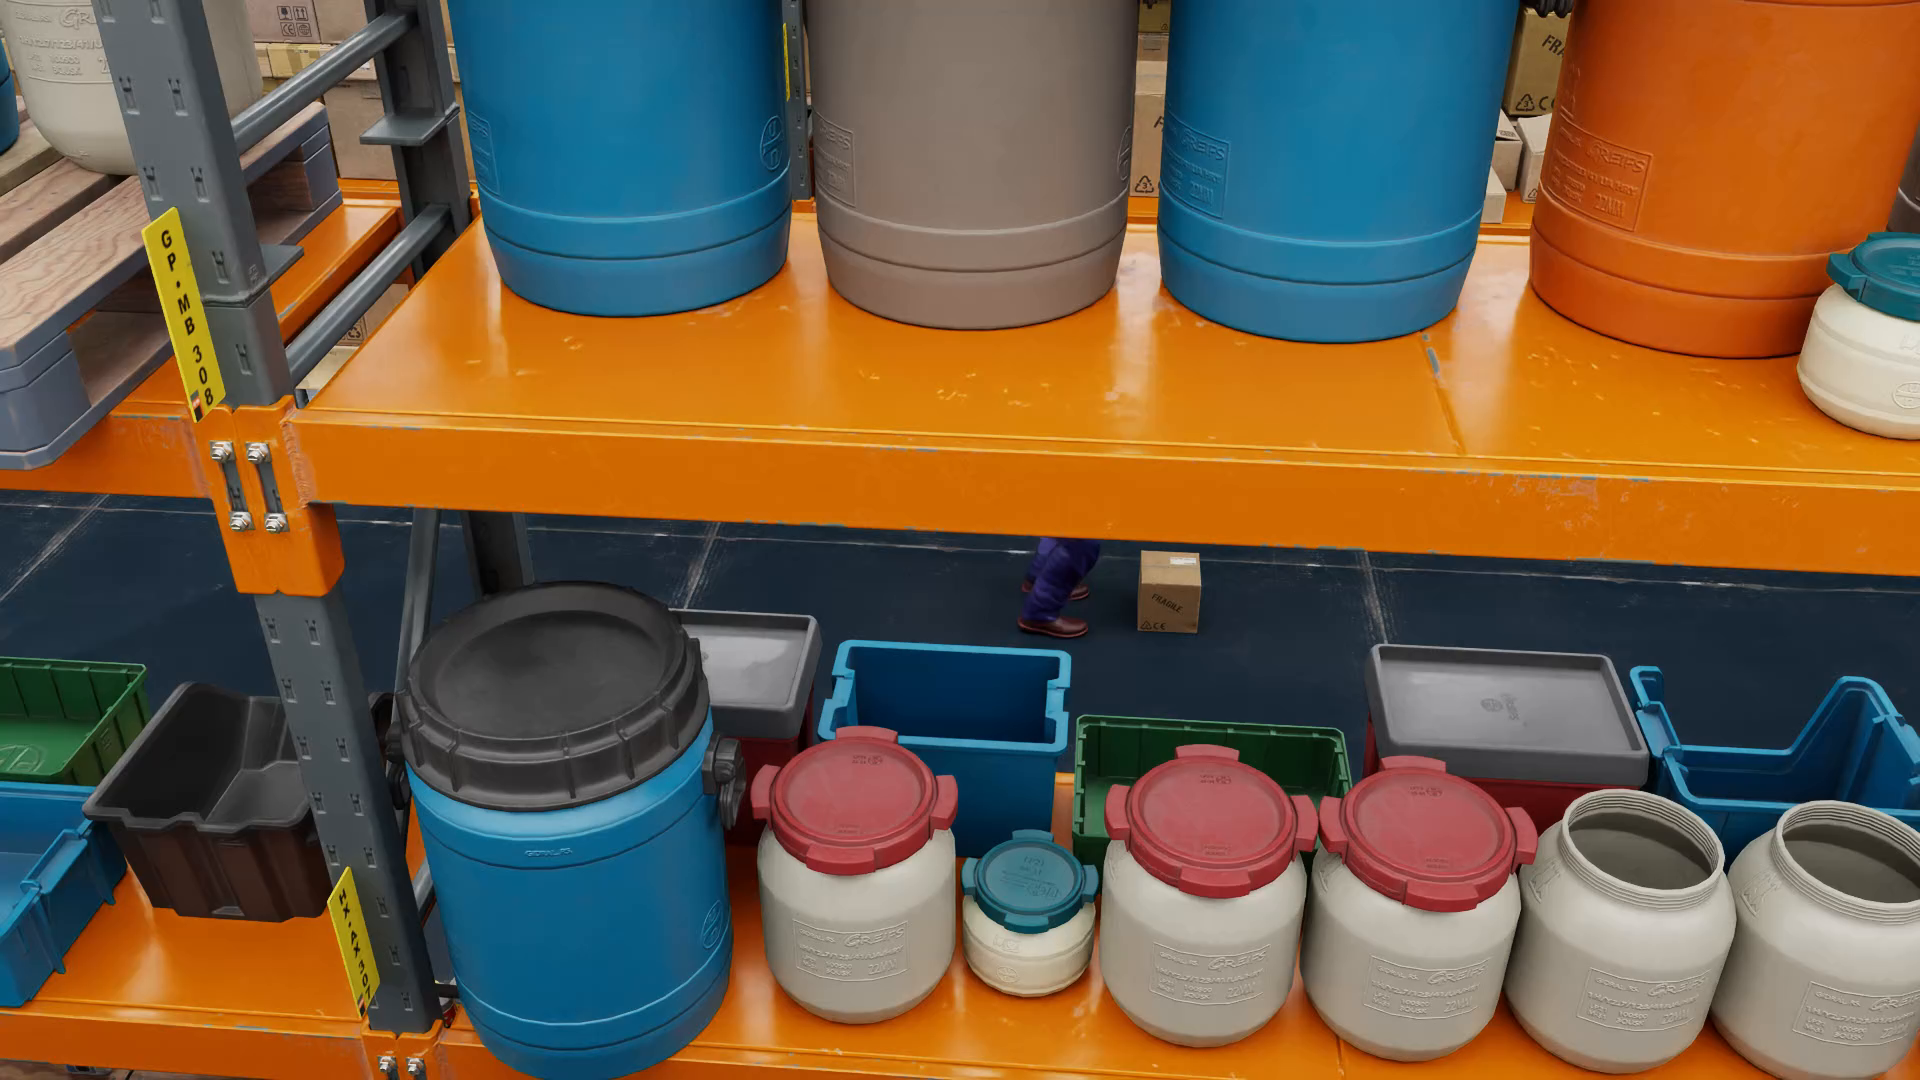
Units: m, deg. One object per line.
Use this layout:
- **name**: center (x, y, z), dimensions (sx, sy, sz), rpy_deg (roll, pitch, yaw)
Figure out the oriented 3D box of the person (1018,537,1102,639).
- **person**: center (0.421, -0.350, 6.832), dimensions (0.507, 1.529, 0.519), rpy_deg (3, 32, 5)
